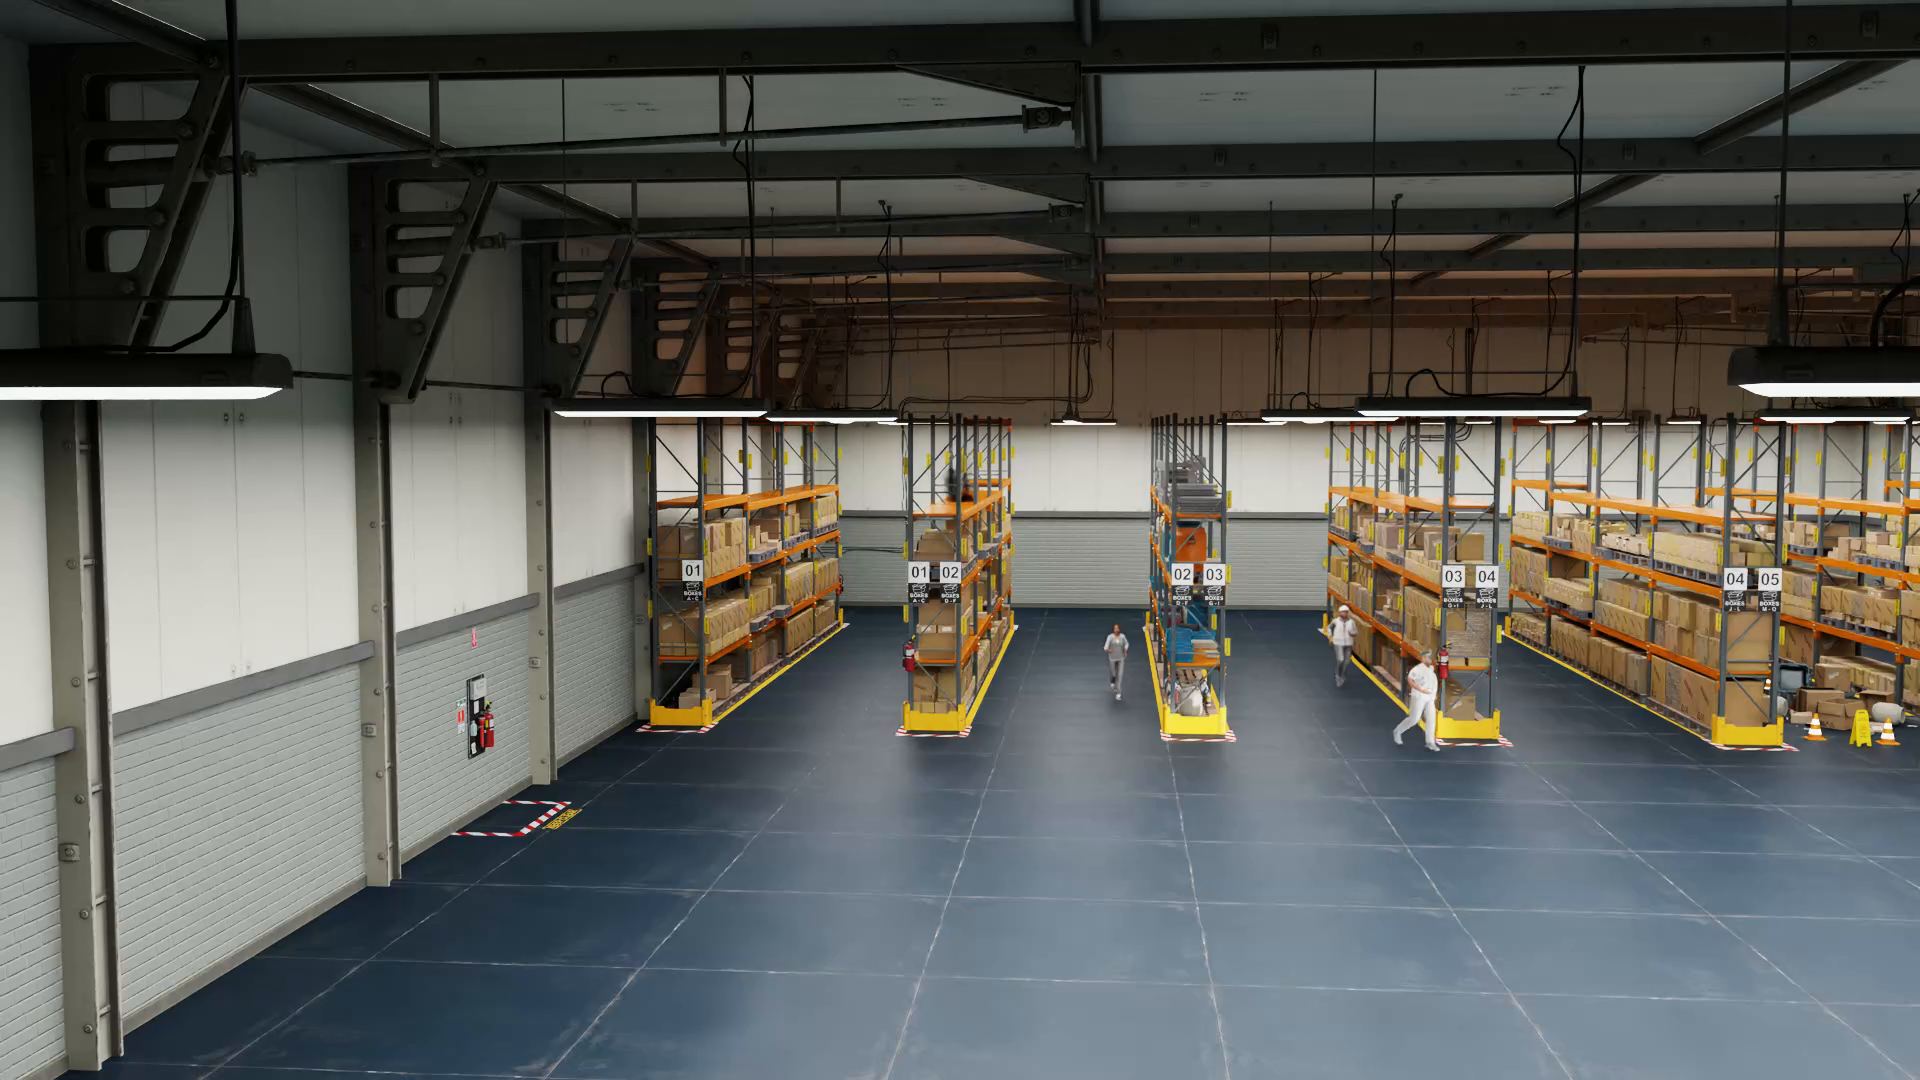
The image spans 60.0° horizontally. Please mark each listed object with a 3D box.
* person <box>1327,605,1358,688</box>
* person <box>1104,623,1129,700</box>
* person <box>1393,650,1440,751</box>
[{"bbox_3d":[8.505,2.359,36.916,0.623,1.831,0.752,0,4,-3],"label":"person"},{"bbox_3d":[3.315,2.555,35.193,0.537,1.581,0.860,0,4,-1],"label":"person"},{"bbox_3d":[8.321,2.835,29.796,0.736,1.751,0.974,-2,5,-32],"label":"person"}]
